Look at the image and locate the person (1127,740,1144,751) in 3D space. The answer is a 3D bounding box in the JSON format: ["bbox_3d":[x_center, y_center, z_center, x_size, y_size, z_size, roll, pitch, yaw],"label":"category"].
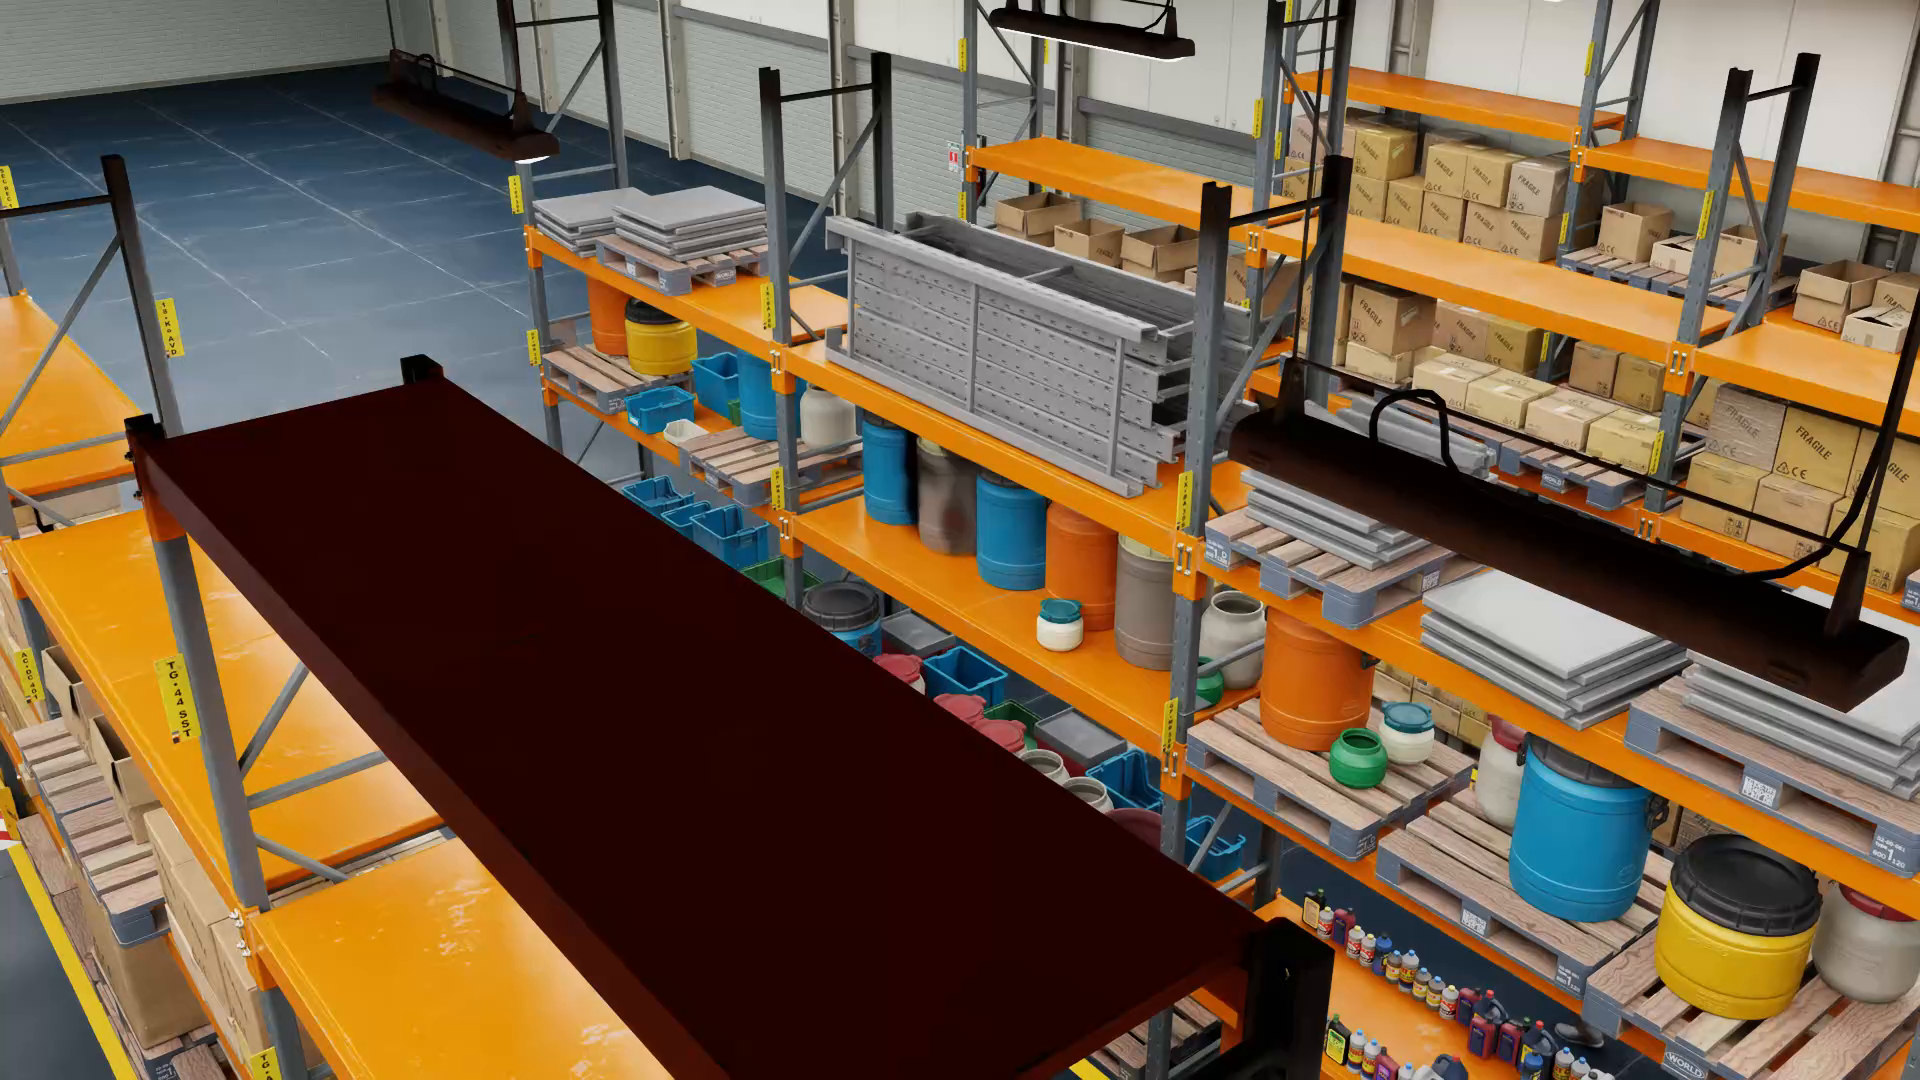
[{"bbox_3d":[1.285,1.787,13.031,0.534,1.394,1.033,-8,27,-15],"label":"person"}]

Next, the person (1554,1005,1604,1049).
[{"bbox_3d":[4.022,2.580,11.017,0.737,1.696,0.653,16,30,30],"label":"person"}]
